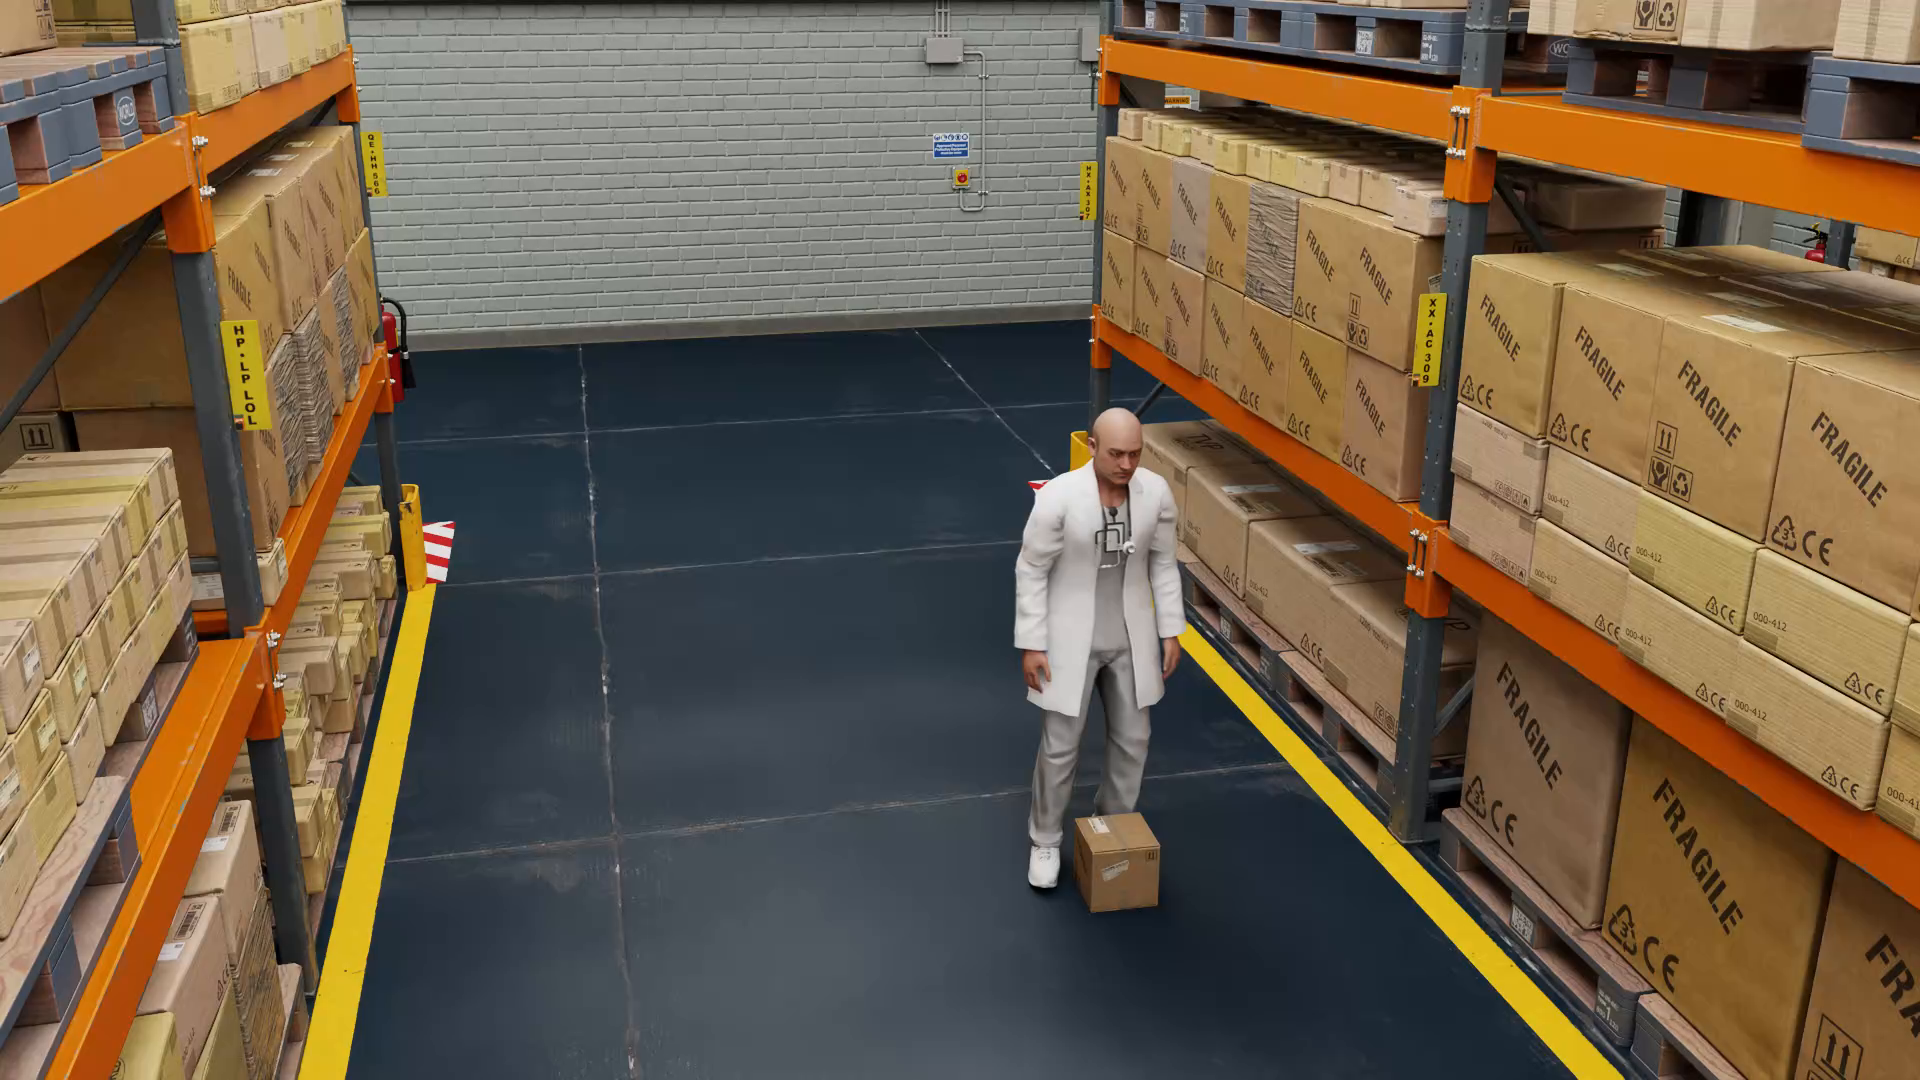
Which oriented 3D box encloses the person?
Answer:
[{"bbox_3d":[0.508,0.373,6.028,0.654,1.774,0.415,-5,20,-14],"label":"person"}]
